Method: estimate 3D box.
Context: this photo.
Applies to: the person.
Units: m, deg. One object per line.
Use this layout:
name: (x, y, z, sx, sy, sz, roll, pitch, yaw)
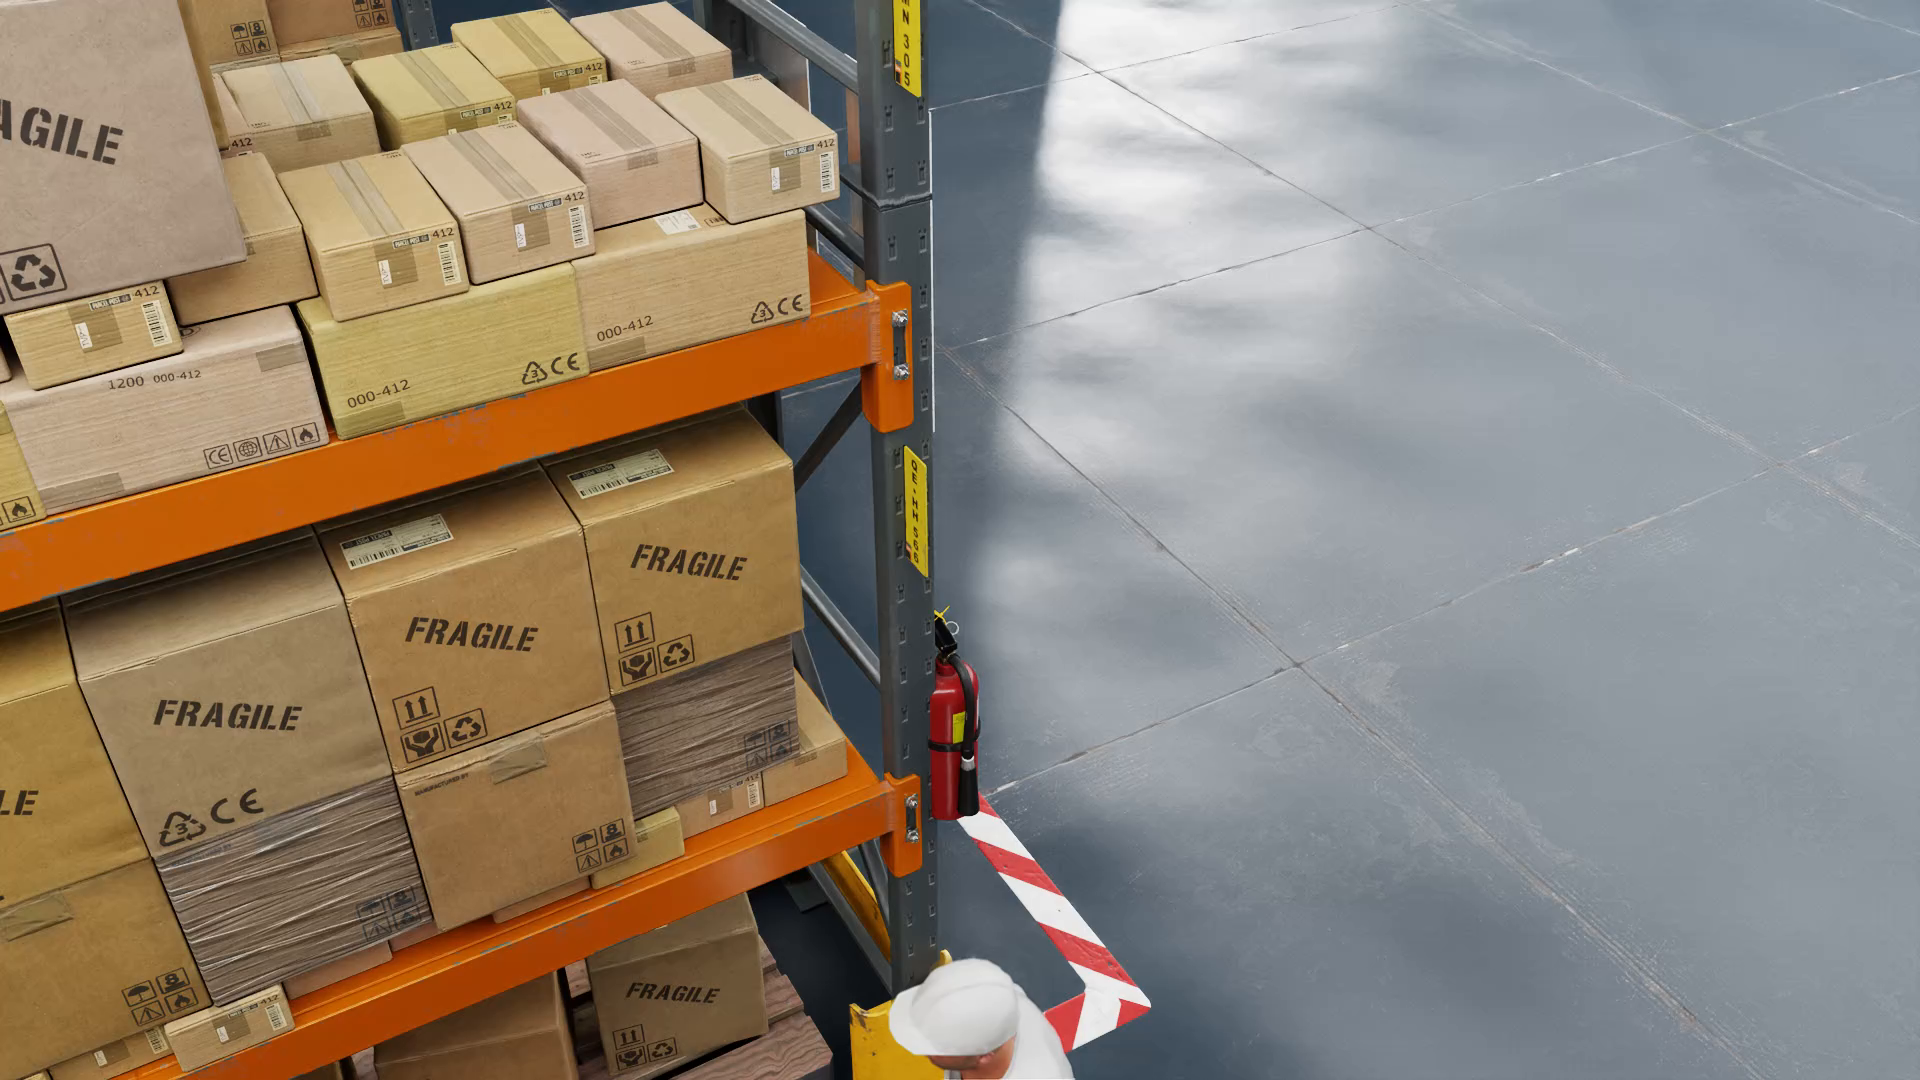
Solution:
person: (0.067, 1.588, 3.991, 0.454, 1.777, 0.606, -7, 37, -9)
